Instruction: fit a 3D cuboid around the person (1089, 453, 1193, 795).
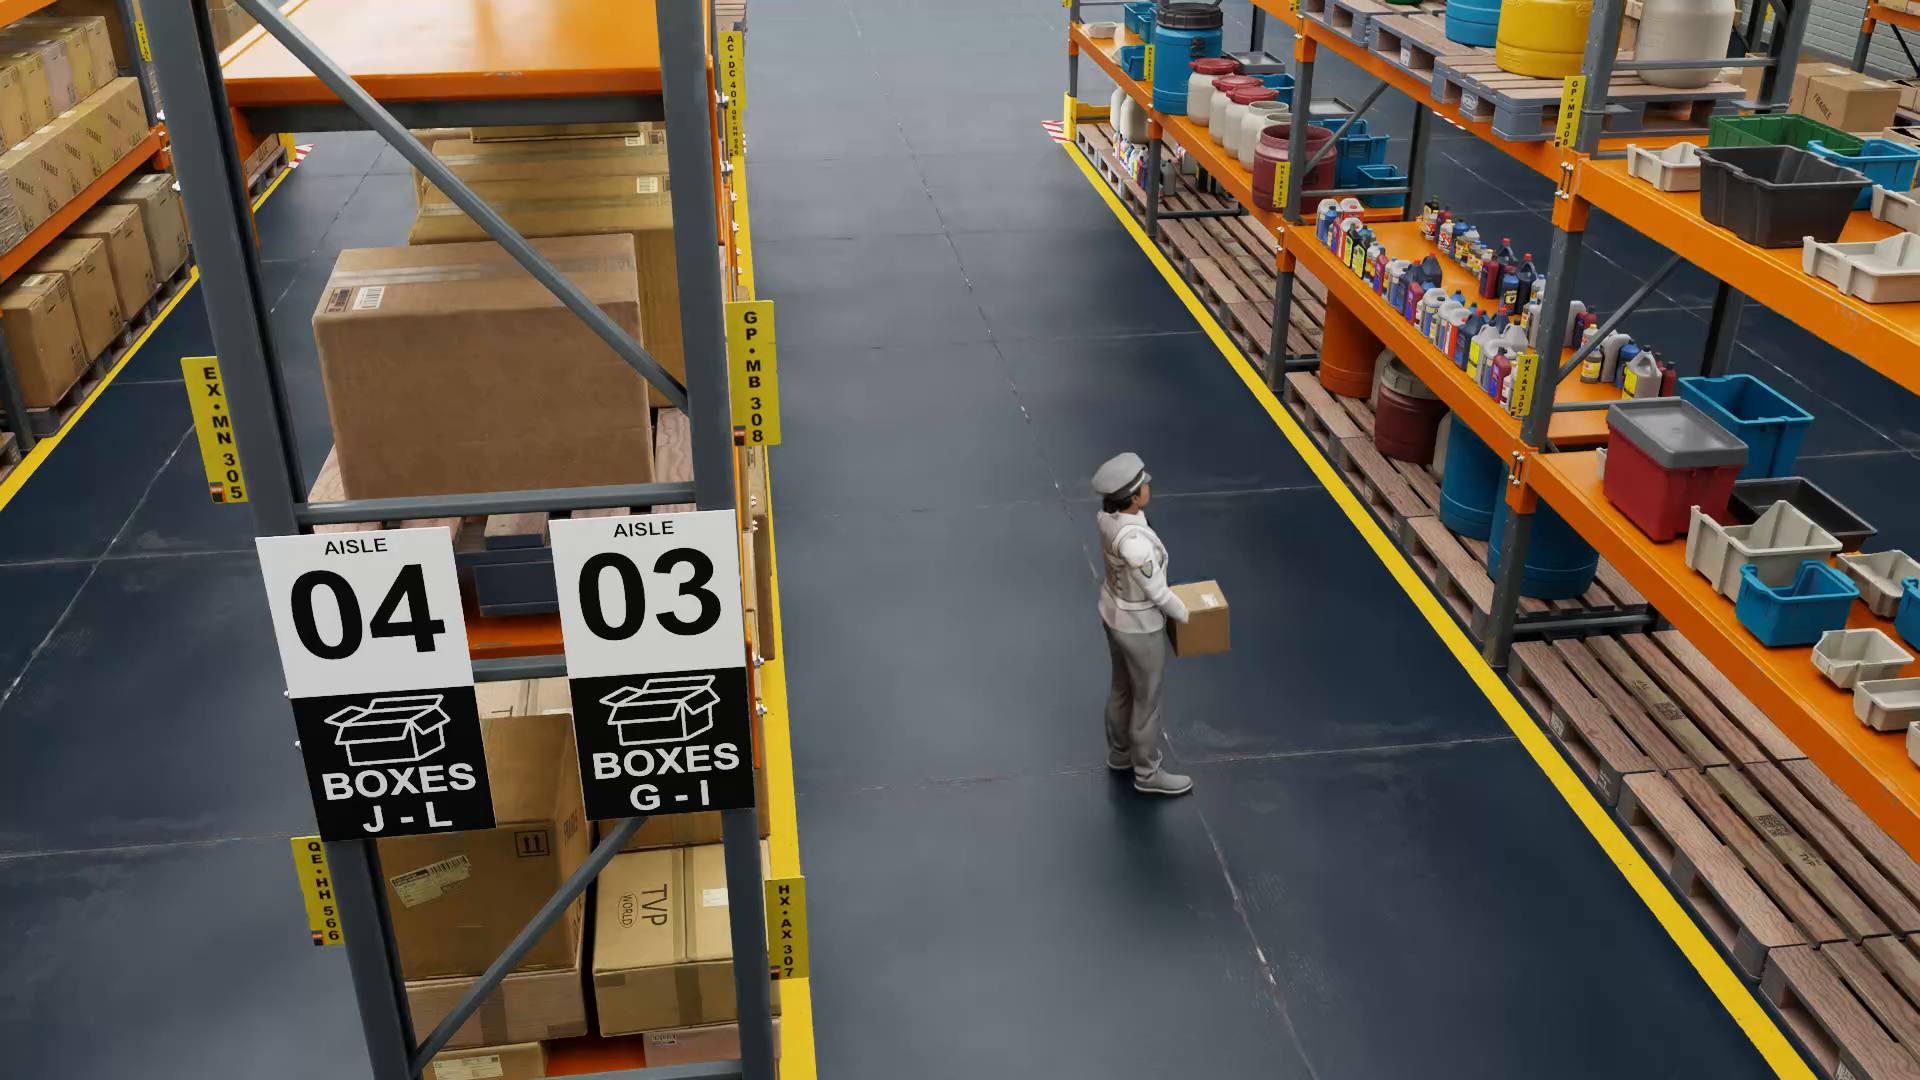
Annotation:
[{"bbox_3d":[0.850,0.383,7.830,0.509,1.701,0.517,-7,28,-14],"label":"person"}]
